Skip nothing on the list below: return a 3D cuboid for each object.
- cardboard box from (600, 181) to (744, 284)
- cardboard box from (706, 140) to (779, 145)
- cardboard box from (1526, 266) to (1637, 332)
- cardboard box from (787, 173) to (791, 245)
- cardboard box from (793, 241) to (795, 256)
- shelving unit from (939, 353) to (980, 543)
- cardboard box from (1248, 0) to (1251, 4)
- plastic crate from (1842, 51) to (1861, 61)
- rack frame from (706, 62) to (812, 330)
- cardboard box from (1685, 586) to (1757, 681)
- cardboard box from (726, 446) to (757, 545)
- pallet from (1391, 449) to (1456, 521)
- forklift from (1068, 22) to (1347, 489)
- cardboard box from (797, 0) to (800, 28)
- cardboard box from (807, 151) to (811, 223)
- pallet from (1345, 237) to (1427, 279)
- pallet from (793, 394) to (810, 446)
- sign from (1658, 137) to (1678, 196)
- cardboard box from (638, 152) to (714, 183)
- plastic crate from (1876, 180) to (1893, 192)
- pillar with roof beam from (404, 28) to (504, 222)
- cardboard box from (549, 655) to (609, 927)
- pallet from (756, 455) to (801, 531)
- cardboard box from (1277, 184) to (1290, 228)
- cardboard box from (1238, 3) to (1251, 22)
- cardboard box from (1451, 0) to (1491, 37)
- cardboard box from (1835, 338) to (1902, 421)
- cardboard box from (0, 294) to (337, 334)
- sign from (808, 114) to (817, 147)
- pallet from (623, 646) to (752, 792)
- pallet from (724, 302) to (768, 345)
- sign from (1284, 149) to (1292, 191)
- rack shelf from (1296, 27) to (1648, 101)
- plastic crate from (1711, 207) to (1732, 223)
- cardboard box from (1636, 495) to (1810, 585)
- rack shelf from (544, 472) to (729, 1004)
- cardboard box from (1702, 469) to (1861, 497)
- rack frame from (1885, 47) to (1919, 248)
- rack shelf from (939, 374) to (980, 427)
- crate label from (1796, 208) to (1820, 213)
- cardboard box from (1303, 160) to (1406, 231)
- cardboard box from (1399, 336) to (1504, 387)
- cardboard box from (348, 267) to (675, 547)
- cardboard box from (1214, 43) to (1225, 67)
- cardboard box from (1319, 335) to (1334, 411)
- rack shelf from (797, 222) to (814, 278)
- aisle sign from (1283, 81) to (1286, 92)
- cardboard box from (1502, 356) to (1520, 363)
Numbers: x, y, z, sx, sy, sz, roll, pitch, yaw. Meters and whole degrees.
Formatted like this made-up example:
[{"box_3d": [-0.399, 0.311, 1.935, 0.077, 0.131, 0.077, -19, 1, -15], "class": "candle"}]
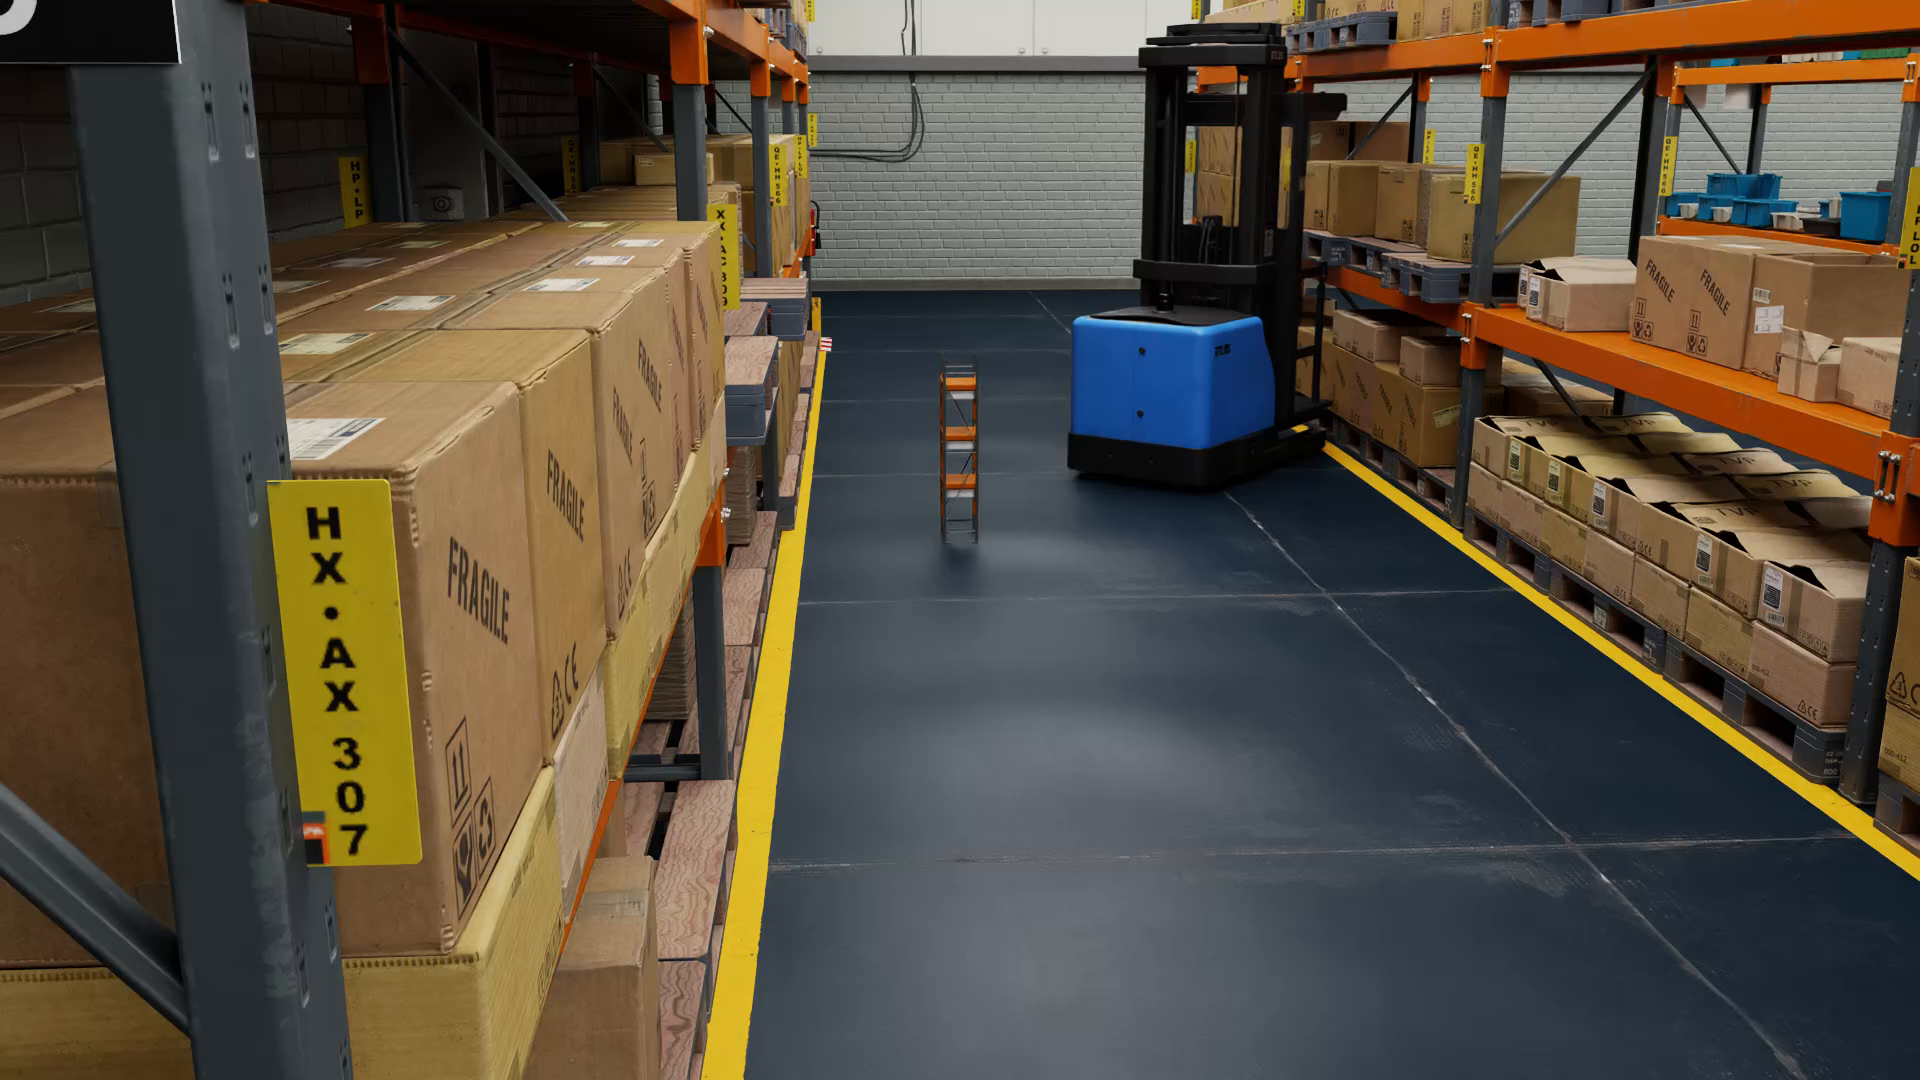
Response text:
[{"box_3d": [-1.495, -1.596, 8.625, 0.700, 0.500, 0.500, -3, 15, -10], "class": "cardboard box"}, {"box_3d": [-1.339, -2.267, 9.974, 0.500, 0.250, 0.500, -1, 14, -4], "class": "cardboard box"}, {"box_3d": [3.272, -1.260, 8.581, 0.500, 0.311, 0.500, -1, 14, -4], "class": "cardboard box"}, {"box_3d": [-1.437, -2.285, 11.550, 0.500, 0.500, 0.500, -1, 14, -3], "class": "cardboard box"}, {"box_3d": [-1.439, -2.192, 12.488, 0.380, 0.149, 0.250, -1, 14, -2], "class": "cardboard box"}, {"box_3d": [-0.003, -0.522, 9.447, 0.215, 1.050, 0.252, -1, 14, -3], "class": "shelving unit"}, {"box_3d": [3.047, -5.127, 15.208, 0.700, 0.500, 0.500, -1, 14, -3], "class": "cardboard box"}, {"box_3d": [7.731, -4.192, 14.114, 0.416, 0.233, 0.300, -1, 14, -3], "class": "plastic crate"}, {"box_3d": [-2.030, -3.440, 16.878, 1.000, 3.000, 0.127, -1, 14, -3], "class": "rack frame"}, {"box_3d": [3.313, 0.370, 6.743, 0.500, 0.250, 0.500, -1, 14, -4], "class": "cardboard box"}, {"box_3d": [-1.437, -0.275, 8.709, 0.700, 0.500, 0.500, -1, 14, -3], "class": "cardboard box"}, {"box_3d": [3.402, -0.364, 10.518, 1.003, 0.211, 1.213, -1, 14, -3], "class": "pallet"}, {"box_3d": [1.979, -2.064, 11.664, 1.130, 2.935, 3.031, 10, 17, 34], "class": "forklift"}, {"box_3d": [-1.579, -4.380, 13.769, 0.500, 0.250, 0.500, -1, 14, -5], "class": "cardboard box"}, {"box_3d": [-1.988, -3.459, 16.349, 0.980, 0.700, 0.700, 0, 14, -1], "class": "cardboard box"}, {"box_3d": [3.285, -1.919, 11.350, 1.003, 0.211, 1.213, -1, 14, -3], "class": "pallet"}, {"box_3d": [-1.659, -0.904, 12.618, 1.003, 0.211, 1.213, -1, 14, -3], "class": "pallet"}, {"box_3d": [3.964, -2.098, 9.339, 0.100, 0.325, 0.005, -1, 14, -3], "class": "sign"}, {"box_3d": [-1.483, -1.941, 8.666, 0.380, 0.149, 0.250, -3, 15, -11], "class": "cardboard box"}, {"box_3d": [8.301, -2.885, 14.469, 0.402, 0.464, 0.583, -1, 14, -3], "class": "plastic crate"}, {"box_3d": [1.980, -4.086, 7.348, 9.100, 9.000, 0.400, -1, 14, -3], "class": "pillar with roof beam"}, {"box_3d": [-0.798, 0.346, 2.421, 0.500, 0.250, 0.500, -1, 14, -5], "class": "cardboard box"}, {"box_3d": [-1.507, -0.298, 10.260, 1.003, 0.211, 1.213, -1, 14, -3], "class": "pallet"}, {"box_3d": [2.875, -2.692, 13.768, 0.500, 0.500, 0.500, -1, 14, -3], "class": "cardboard box"}, {"box_3d": [2.775, -4.635, 14.799, 0.500, 0.250, 0.500, -1, 14, -3], "class": "cardboard box"}, {"box_3d": [3.349, -3.137, 9.480, 0.910, 0.500, 0.500, -1, 14, -3], "class": "cardboard box"}, {"box_3d": [3.584, -0.583, 6.072, 0.500, 0.250, 0.500, 0, 14, 0], "class": "cardboard box"}, {"box_3d": [-1.337, -0.129, 2.765, 0.500, 0.500, 0.500, -1, 14, -5], "class": "cardboard box"}, {"box_3d": [-1.487, -4.121, 16.724, 0.100, 0.325, 0.005, -1, 14, -3], "class": "sign"}, {"box_3d": [-1.336, 0.701, 6.379, 1.003, 0.211, 1.213, -1, 14, -3], "class": "pallet"}, {"box_3d": [-1.370, -0.866, 7.258, 1.003, 0.211, 1.213, -1, 14, -3], "class": "pallet"}, {"box_3d": [2.621, -2.932, 13.165, 0.100, 0.325, 0.005, -1, 14, -3], "class": "sign"}, {"box_3d": [3.286, -3.130, 11.095, 1.077, 0.370, 4.000, -1, 14, -3], "class": "rack shelf"}, {"box_3d": [7.524, -3.179, 16.269, 0.250, 0.136, 0.298, -1, 14, -3], "class": "plastic crate"}, {"box_3d": [3.280, -0.027, 7.160, 0.500, 0.311, 0.500, -1, 14, -4], "class": "cardboard box"}, {"box_3d": [-1.162, 0.390, 3.436, 1.077, 0.370, 4.000, -1, 14, -3], "class": "rack shelf"}, {"box_3d": [3.784, -0.166, 7.701, 0.500, 0.311, 0.500, 0, 14, -2], "class": "cardboard box"}, {"box_3d": [8.106, -2.599, 13.606, 1.000, 3.000, 0.127, -1, 14, -3], "class": "rack frame"}, {"box_3d": [-0.003, -0.786, 9.379, 0.215, 0.259, 0.240, -1, 14, -3], "class": "rack shelf"}, {"box_3d": [8.135, -3.154, 16.172, 0.396, 0.136, 0.243, -1, 14, -3], "class": "crate label"}, {"box_3d": [2.968, -2.654, 12.777, 0.700, 0.500, 0.500, -6, 16, -22], "class": "cardboard box"}, {"box_3d": [3.110, -1.137, 10.554, 0.500, 0.250, 0.500, 0, 14, -1], "class": "cardboard box"}, {"box_3d": [-0.858, -0.265, 3.291, 0.500, 0.500, 0.500, 0, 14, -2], "class": "cardboard box"}, {"box_3d": [2.711, -4.642, 15.828, 0.500, 0.250, 0.500, -1, 14, -3], "class": "cardboard box"}, {"box_3d": [2.993, -1.269, 12.572, 0.500, 0.500, 0.500, -1, 14, -3], "class": "cardboard box"}, {"box_3d": [-1.906, -2.595, 15.035, 1.077, 0.370, 4.000, -1, 14, -3], "class": "rack shelf"}, {"box_3d": [3.216, -4.799, 16.940, 0.394, 0.787, 0.004, -1, 14, -3], "class": "aisle sign"}, {"box_3d": [3.565, -1.033, 11.655, 0.500, 0.500, 0.500, -1, 14, -5], "class": "cardboard box"}]
